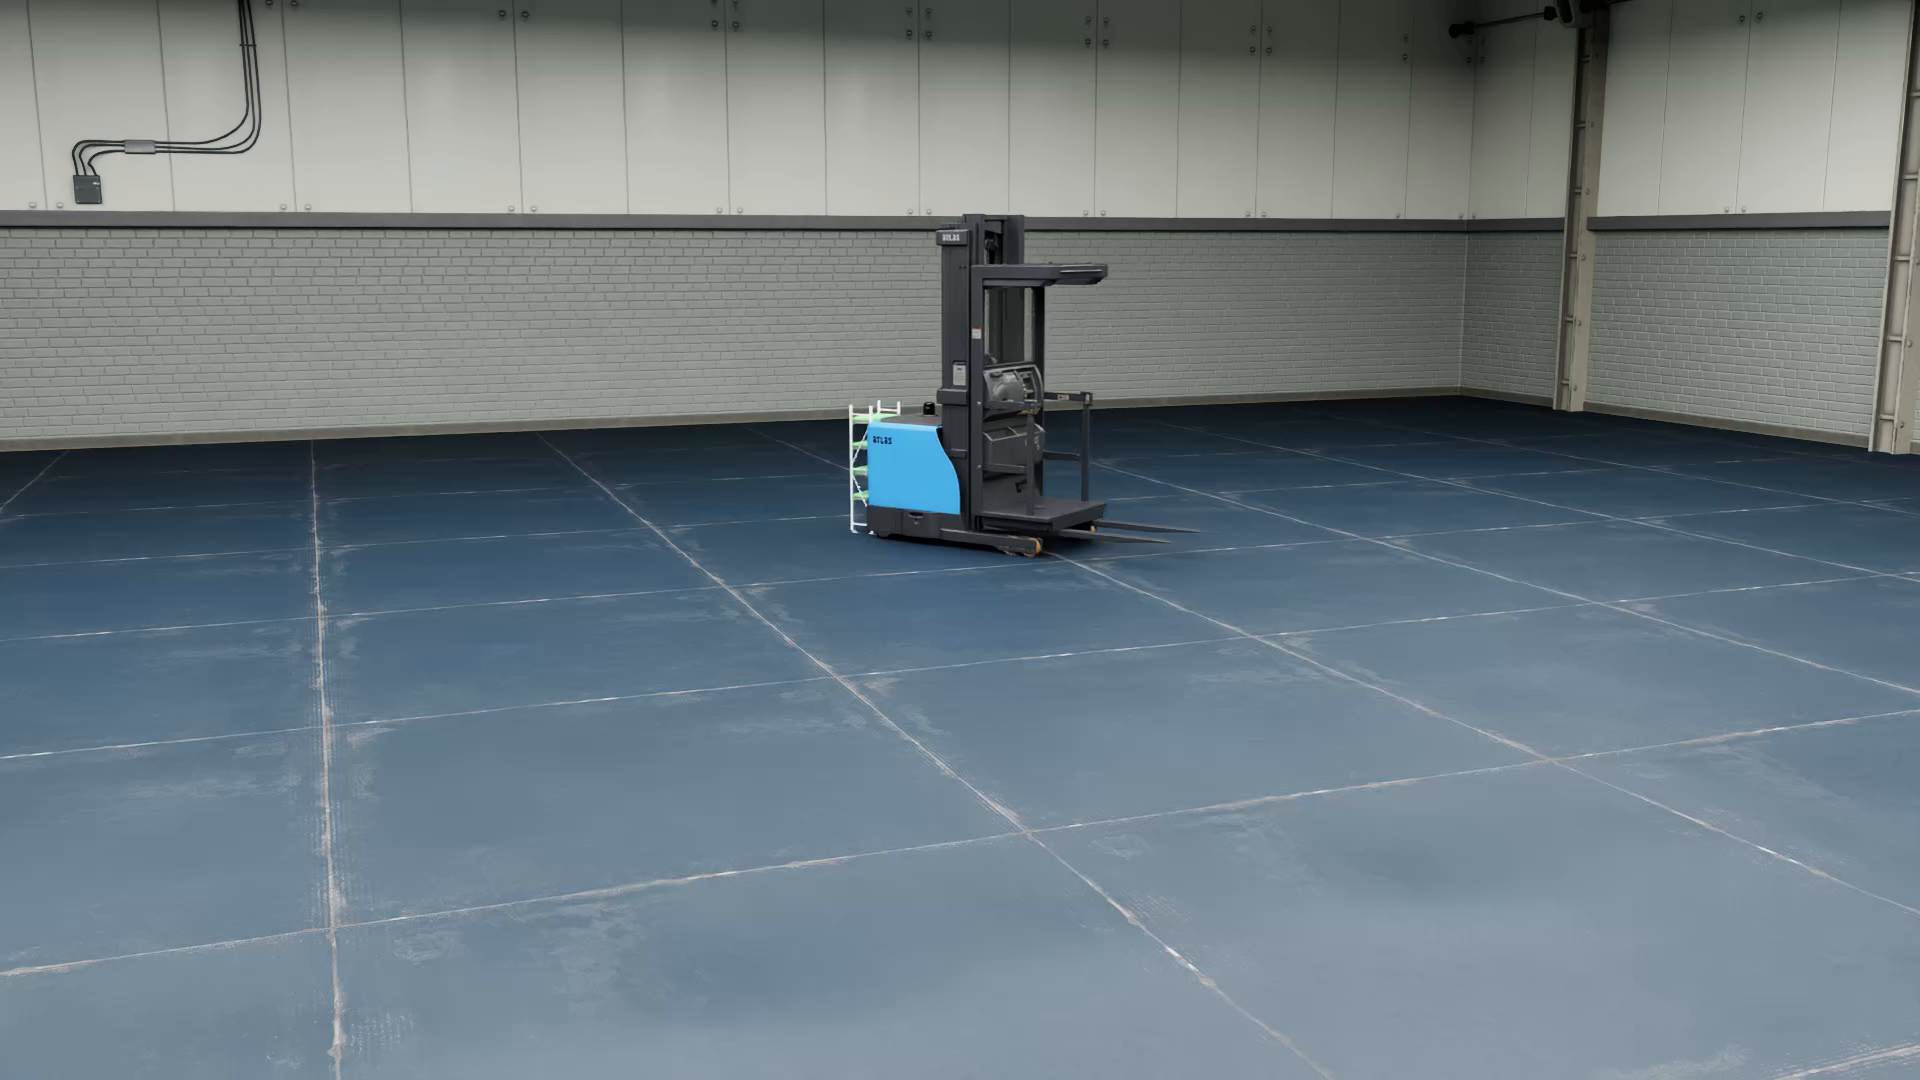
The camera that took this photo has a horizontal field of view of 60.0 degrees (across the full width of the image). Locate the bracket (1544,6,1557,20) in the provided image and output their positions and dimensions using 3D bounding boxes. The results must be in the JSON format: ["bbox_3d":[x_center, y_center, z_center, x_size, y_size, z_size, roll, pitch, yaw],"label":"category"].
[{"bbox_3d":[9.475,-8.375,26.358,0.235,0.232,0.430,-4,11,-21],"label":"bracket"}]

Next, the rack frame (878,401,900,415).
[{"bbox_3d":[-0.677,-0.730,15.926,0.240,1.200,0.015,6,12,29],"label":"rack frame"}]

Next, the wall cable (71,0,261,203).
[{"bbox_3d":[-10.384,-7.397,21.431,2.305,6.003,0.169,-4,11,-21],"label":"wall cable"}]

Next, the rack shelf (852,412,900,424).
[{"bbox_3d":[-0.798,-1.102,15.644,0.258,0.148,0.480,6,12,29],"label":"rack shelf"}]

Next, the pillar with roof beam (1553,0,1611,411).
[{"bbox_3d":[5.943,-6.284,24.884,9.100,9.000,0.548,-4,11,-21],"label":"pillar with roof beam"}]

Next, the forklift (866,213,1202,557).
[{"bbox_3d":[0.652,-1.399,14.743,3.031,2.935,1.130,6,12,32],"label":"forklift"}]

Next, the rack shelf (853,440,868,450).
[{"bbox_3d":[-0.798,-0.866,15.686,0.258,0.148,0.480,6,12,29],"label":"rack shelf"}]

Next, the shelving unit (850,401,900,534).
[{"bbox_3d":[-0.798,-0.693,15.717,0.258,1.200,0.503,6,12,29],"label":"shelving unit"}]

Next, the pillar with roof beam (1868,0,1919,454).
[{"bbox_3d":[8.118,-5.305,19.378,9.100,9.000,0.400,-4,11,-21],"label":"pillar with roof beam"}]

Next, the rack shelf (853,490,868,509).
[{"bbox_3d":[-0.798,-0.393,15.770,0.258,0.148,0.480,6,12,29],"label":"rack shelf"}]

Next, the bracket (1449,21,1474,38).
[{"bbox_3d":[8.616,-8.762,28.533,0.235,0.232,0.430,-4,11,-21],"label":"bracket"}]

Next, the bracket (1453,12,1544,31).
[{"bbox_3d":[8.830,-8.665,27.991,0.076,0.066,3.189,-4,11,-21],"label":"bracket"}]

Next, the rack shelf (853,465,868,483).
[{"bbox_3d":[-0.798,-0.630,15.728,0.258,0.148,0.480,6,12,29],"label":"rack shelf"}]

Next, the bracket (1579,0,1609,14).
[{"bbox_3d":[9.775,-8.239,25.597,0.235,0.232,0.430,-4,11,-21],"label":"bracket"}]

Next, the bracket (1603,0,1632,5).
[{"bbox_3d":[10.709,-7.819,23.232,0.076,0.066,4.783,-4,11,-21],"label":"bracket"}]

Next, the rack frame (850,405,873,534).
[{"bbox_3d":[-0.919,-0.655,15.508,0.240,1.200,0.015,6,12,29],"label":"rack frame"}]
